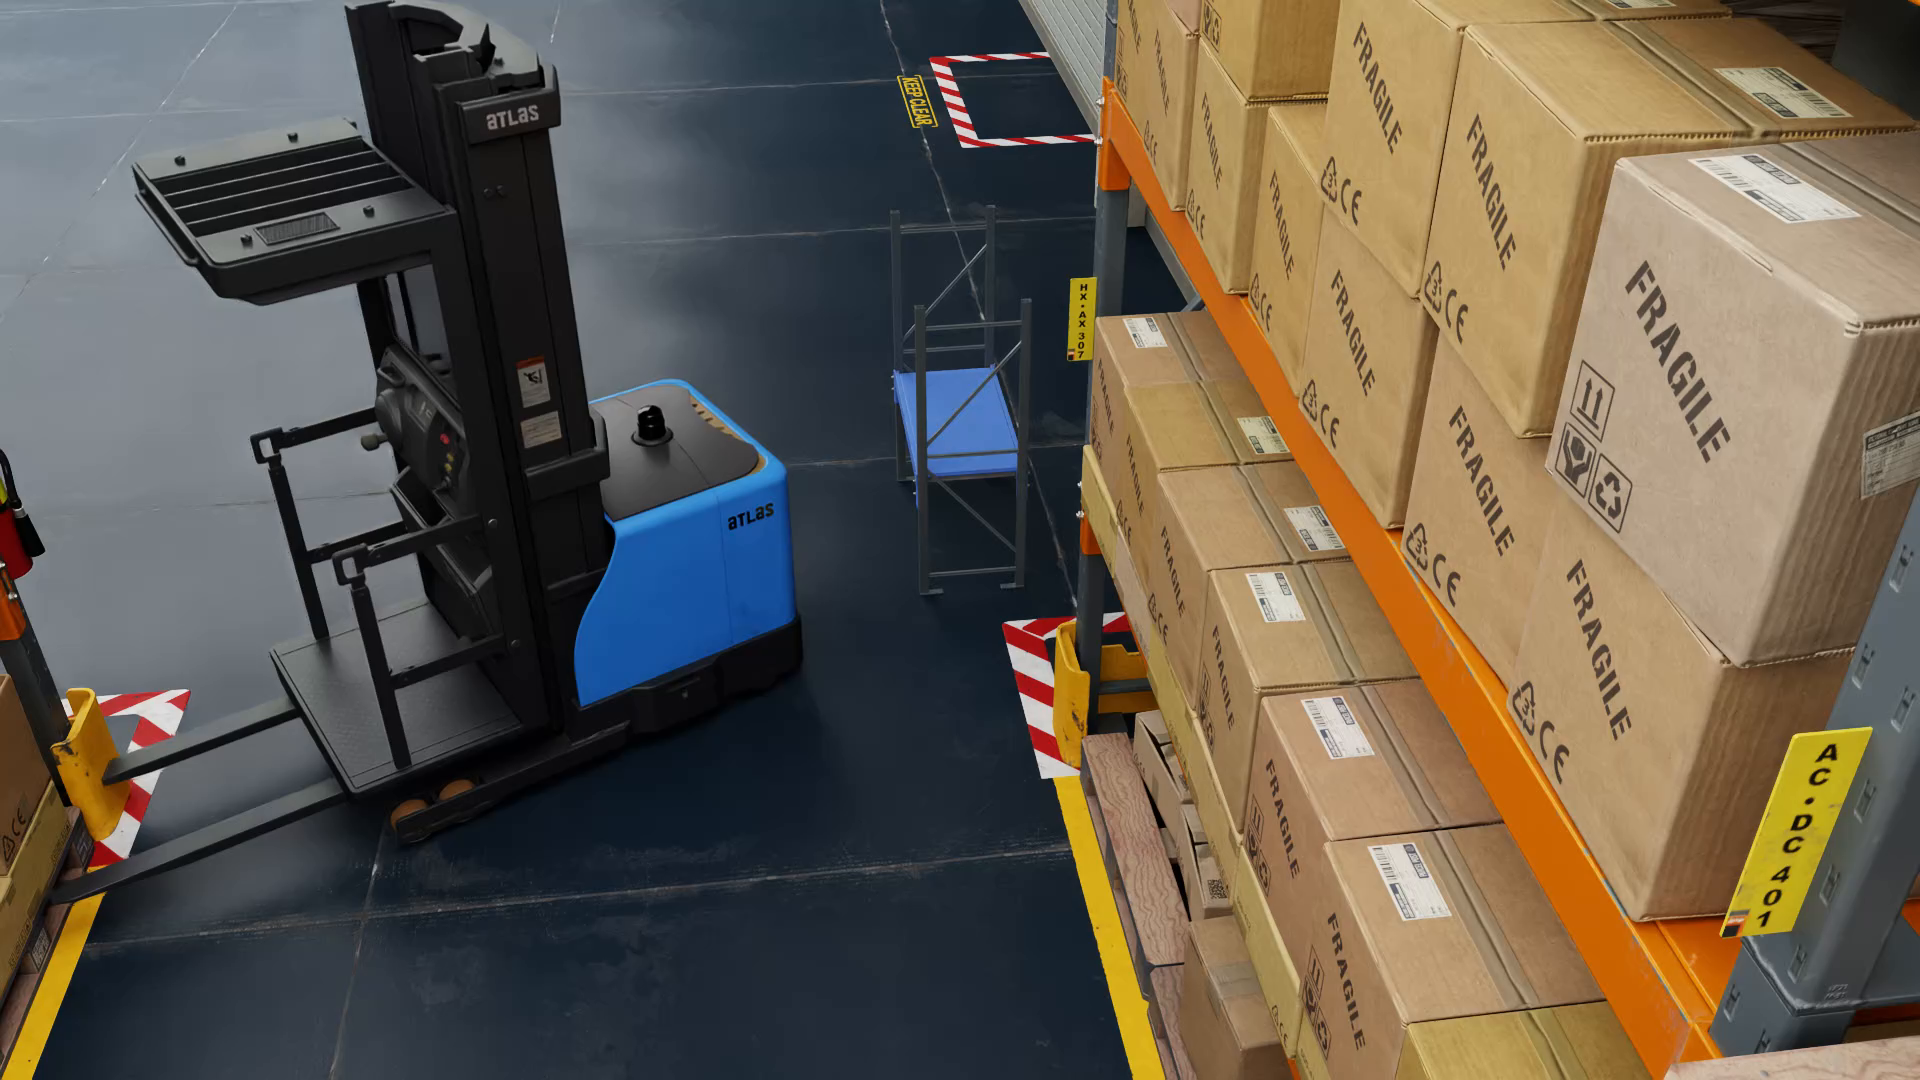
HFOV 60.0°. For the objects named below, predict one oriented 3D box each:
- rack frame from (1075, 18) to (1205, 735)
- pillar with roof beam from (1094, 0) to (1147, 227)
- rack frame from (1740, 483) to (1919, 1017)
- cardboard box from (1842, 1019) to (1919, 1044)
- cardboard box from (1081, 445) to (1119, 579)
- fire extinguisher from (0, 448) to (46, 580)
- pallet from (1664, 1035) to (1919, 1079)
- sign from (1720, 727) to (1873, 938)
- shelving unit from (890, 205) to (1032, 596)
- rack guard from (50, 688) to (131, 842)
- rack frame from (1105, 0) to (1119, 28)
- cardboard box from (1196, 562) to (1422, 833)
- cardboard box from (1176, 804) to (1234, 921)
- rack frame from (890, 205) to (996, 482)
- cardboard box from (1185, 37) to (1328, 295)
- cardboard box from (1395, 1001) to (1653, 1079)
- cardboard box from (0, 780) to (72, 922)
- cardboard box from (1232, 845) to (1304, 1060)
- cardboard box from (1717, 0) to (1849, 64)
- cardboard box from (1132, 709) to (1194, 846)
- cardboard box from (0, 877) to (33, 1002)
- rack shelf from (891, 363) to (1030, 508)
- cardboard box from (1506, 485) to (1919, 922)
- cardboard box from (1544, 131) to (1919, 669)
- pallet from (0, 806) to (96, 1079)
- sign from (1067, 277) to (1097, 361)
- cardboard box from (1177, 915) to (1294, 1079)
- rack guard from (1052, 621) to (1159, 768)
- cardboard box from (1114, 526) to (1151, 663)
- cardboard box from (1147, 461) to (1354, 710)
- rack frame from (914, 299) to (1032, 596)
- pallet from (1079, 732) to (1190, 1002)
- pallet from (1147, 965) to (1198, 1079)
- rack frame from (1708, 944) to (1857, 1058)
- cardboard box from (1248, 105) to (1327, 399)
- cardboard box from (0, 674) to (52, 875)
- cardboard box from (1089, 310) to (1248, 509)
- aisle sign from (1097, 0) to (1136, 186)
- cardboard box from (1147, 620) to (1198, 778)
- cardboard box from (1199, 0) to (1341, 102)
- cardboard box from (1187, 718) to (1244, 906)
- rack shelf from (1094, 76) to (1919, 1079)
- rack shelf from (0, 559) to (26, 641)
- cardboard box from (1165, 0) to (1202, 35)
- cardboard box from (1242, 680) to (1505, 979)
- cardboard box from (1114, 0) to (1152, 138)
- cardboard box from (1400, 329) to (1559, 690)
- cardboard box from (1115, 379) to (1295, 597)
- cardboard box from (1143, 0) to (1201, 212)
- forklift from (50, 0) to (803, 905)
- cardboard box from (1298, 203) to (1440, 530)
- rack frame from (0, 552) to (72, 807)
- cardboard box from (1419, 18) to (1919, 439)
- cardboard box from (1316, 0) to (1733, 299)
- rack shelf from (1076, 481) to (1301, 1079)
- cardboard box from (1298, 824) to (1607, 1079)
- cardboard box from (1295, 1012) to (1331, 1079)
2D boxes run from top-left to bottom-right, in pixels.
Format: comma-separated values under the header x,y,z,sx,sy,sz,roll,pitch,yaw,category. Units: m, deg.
x,y,z,sx,sy,sz,roll,pitch,yaw,category
0.979,-0.476,6.284,1.000,3.000,0.127,-4,35,-6,rack frame
-3.142,-5.652,8.552,9.100,9.000,0.400,-4,35,-6,pillar with roof beam
1.517,-0.723,1.319,1.000,3.000,0.127,-4,35,-6,rack frame
1.661,1.222,3.242,0.500,0.500,0.500,-5,35,-7,cardboard box
0.730,-0.126,5.886,0.500,0.250,0.500,-5,35,-8,cardboard box
-3.484,-0.167,5.901,0.296,0.674,0.183,-4,35,-6,fire extinguisher
1.495,0.947,1.700,1.213,0.211,1.003,-4,35,-6,pallet
0.981,0.349,1.952,0.100,0.325,0.005,-4,35,-6,sign
-0.011,-0.667,7.897,0.538,1.500,1.048,-4,35,-6,shelving unit
-3.932,0.921,6.454,1.175,0.500,0.348,-4,35,-6,rack guard
0.979,-2.955,4.595,1.000,3.000,0.127,-4,35,-6,rack frame
0.947,0.410,4.434,0.500,0.500,0.500,-3,34,-5,cardboard box
1.060,1.165,5.874,0.500,0.311,0.500,-2,34,-2,cardboard box
-0.080,-0.951,8.314,0.500,1.500,0.032,-4,35,-6,rack frame
0.887,-0.967,4.236,0.500,0.500,0.500,-3,34,-4,cardboard box
1.147,1.260,3.187,0.500,0.500,0.500,-4,35,-6,cardboard box
-3.564,1.141,5.980,0.500,0.250,0.500,-4,35,-6,cardboard box
1.011,1.011,4.219,0.500,0.250,0.500,-5,35,-7,cardboard box
1.485,-1.095,3.536,0.500,0.500,0.500,-4,35,-6,cardboard box
0.983,0.847,6.341,0.500,0.311,0.500,-8,35,-12,cardboard box
-3.485,1.419,5.572,0.500,0.250,0.500,-4,35,-6,cardboard box
-0.011,-0.519,7.999,0.538,0.185,1.000,-4,35,-6,rack shelf
1.204,0.203,2.518,0.500,0.500,0.500,-3,34,-5,cardboard box
1.181,-0.205,2.229,0.500,0.500,0.500,-7,35,-10,cardboard box
-3.785,1.477,5.894,1.003,0.211,1.213,-4,35,-6,pallet
0.442,-0.792,5.980,0.100,0.325,0.005,-4,35,-6,sign
1.109,1.500,5.215,0.700,0.500,0.500,-6,35,-9,cardboard box
0.990,0.600,6.926,1.175,0.500,0.348,-4,35,-6,rack guard
0.814,0.163,5.462,0.500,0.250,0.500,-5,35,-8,cardboard box
0.865,0.123,4.856,0.500,0.500,0.500,-5,35,-8,cardboard box
0.057,-0.384,7.481,0.500,1.500,0.032,-4,35,-6,rack frame
1.064,1.175,6.338,1.003,0.211,1.213,-4,35,-6,pallet
1.225,1.854,5.341,1.003,0.211,1.213,-4,35,-6,pallet
1.517,1.757,3.009,1.000,3.000,0.127,-4,35,-6,rack frame
0.980,-0.670,3.799,0.500,0.500,0.500,-2,34,-3,cardboard box
-3.562,0.831,5.770,0.500,0.500,0.500,-4,35,-6,cardboard box
0.746,-0.443,5.685,0.500,0.500,0.500,-4,35,-6,cardboard box
0.672,-1.567,5.578,0.394,0.787,0.004,-4,35,-6,aisle sign
0.877,0.448,5.045,0.500,0.250,0.500,-5,35,-7,cardboard box
0.888,-1.376,3.947,0.500,0.500,0.500,-3,34,-5,cardboard box
0.943,0.730,4.630,0.500,0.250,0.500,-4,34,-6,cardboard box
1.248,-0.302,4.004,1.077,0.370,4.000,-4,35,-6,rack shelf
-3.660,1.315,4.296,1.077,0.370,4.000,-4,35,-6,rack shelf
0.808,-1.661,4.365,0.500,0.500,0.500,-5,35,-7,cardboard box
1.017,0.700,4.009,0.500,0.500,0.500,-5,35,-8,cardboard box
0.777,-1.559,5.104,0.500,0.500,0.500,-4,34,-5,cardboard box
1.149,-0.079,2.932,0.500,0.500,0.500,-7,35,-10,cardboard box
0.802,-0.166,5.280,0.500,0.500,0.500,-4,35,-6,cardboard box
0.813,-1.257,4.660,0.500,0.500,0.500,-2,34,-3,cardboard box
-2.193,-0.368,6.187,3.031,2.935,1.130,-22,40,-28,forklift
1.037,-0.385,3.381,0.500,0.500,0.500,-6,35,-8,cardboard box
-3.929,-0.098,5.731,1.000,3.000,0.127,-4,35,-6,rack frame
1.097,-0.511,2.679,0.500,0.500,0.500,-3,34,-4,cardboard box
1.016,-0.800,3.103,0.500,0.500,0.500,-6,35,-8,cardboard box
1.248,0.938,4.849,1.077,0.370,4.000,-4,35,-6,rack shelf
1.074,0.982,3.595,0.500,0.500,0.500,-5,35,-7,cardboard box
1.094,1.290,3.809,0.500,0.250,0.500,-4,35,-6,cardboard box
